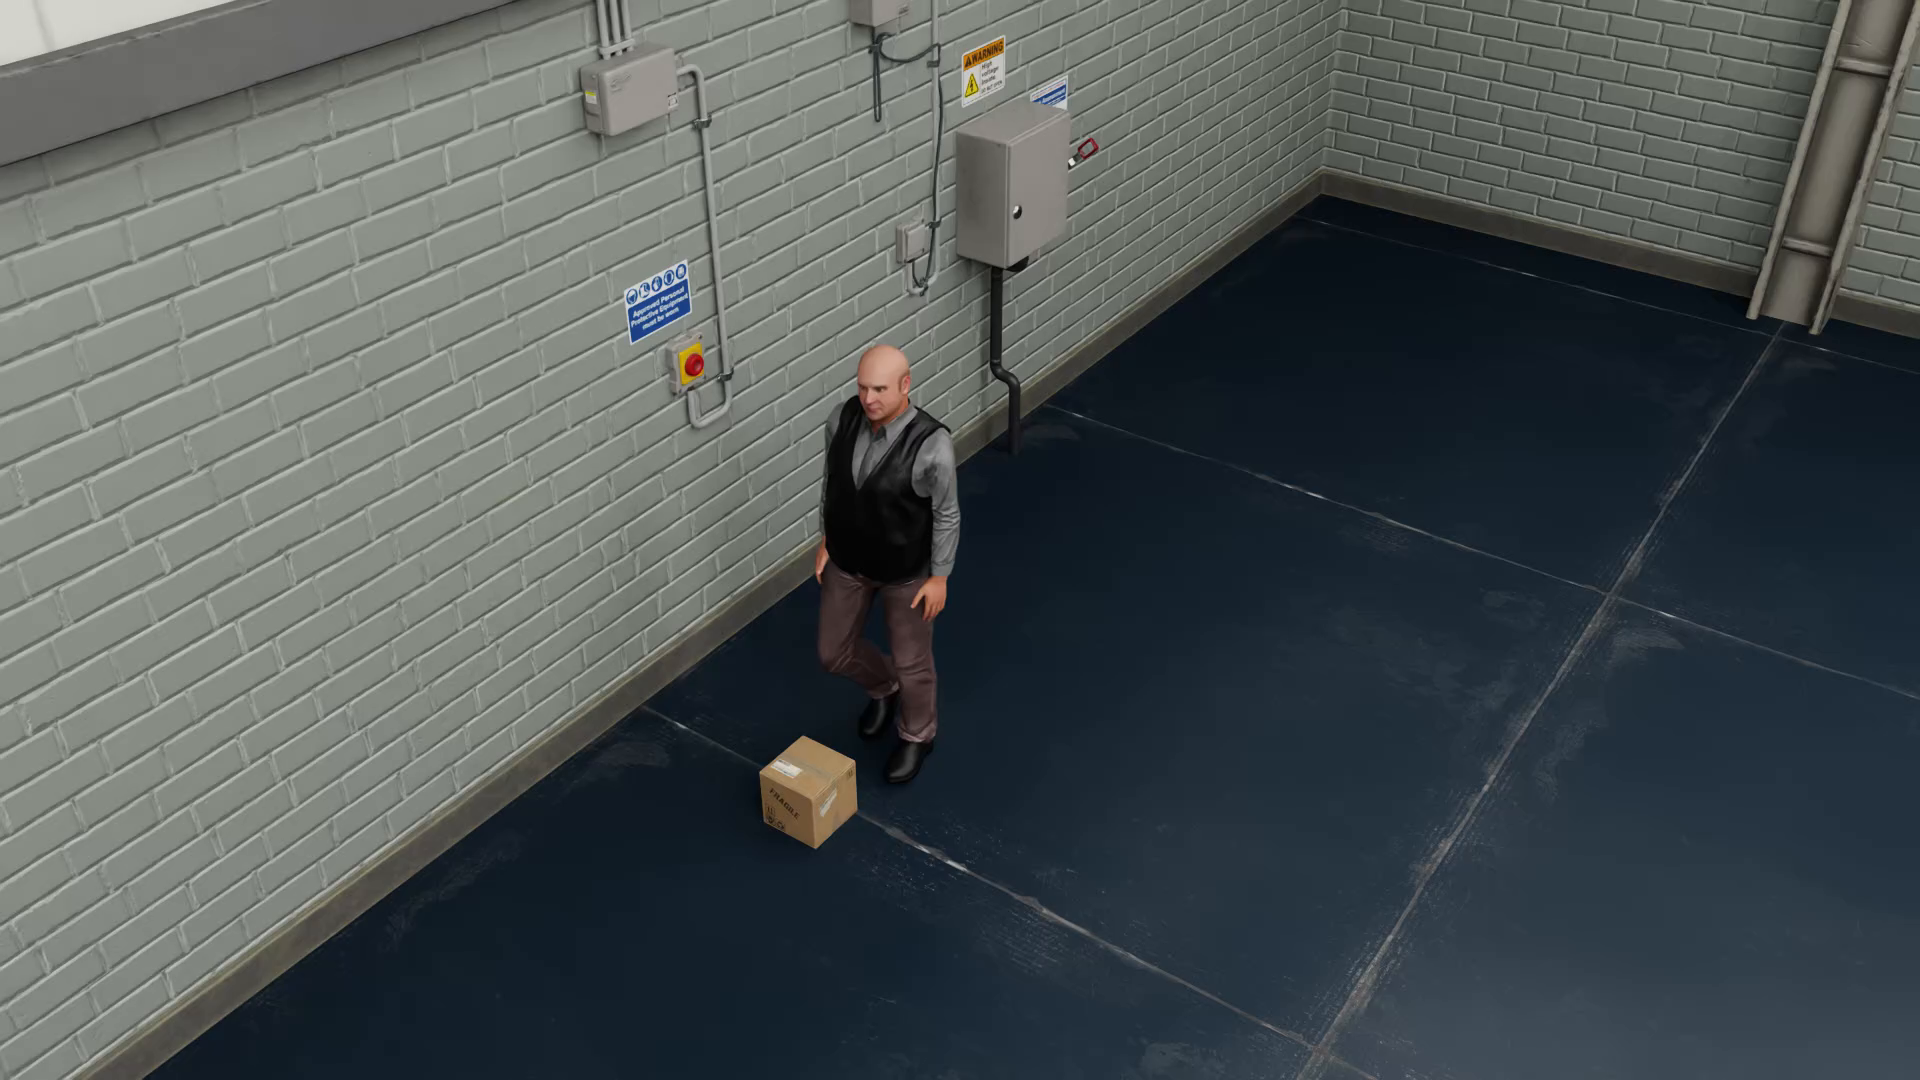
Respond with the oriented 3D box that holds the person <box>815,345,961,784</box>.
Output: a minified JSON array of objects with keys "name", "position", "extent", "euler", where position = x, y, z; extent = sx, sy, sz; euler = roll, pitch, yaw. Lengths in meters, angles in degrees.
[{"name":"person","position":[-0.270,0.092,6.005],"extent":[0.558,1.728,0.430],"euler":[18,38,24]}]
